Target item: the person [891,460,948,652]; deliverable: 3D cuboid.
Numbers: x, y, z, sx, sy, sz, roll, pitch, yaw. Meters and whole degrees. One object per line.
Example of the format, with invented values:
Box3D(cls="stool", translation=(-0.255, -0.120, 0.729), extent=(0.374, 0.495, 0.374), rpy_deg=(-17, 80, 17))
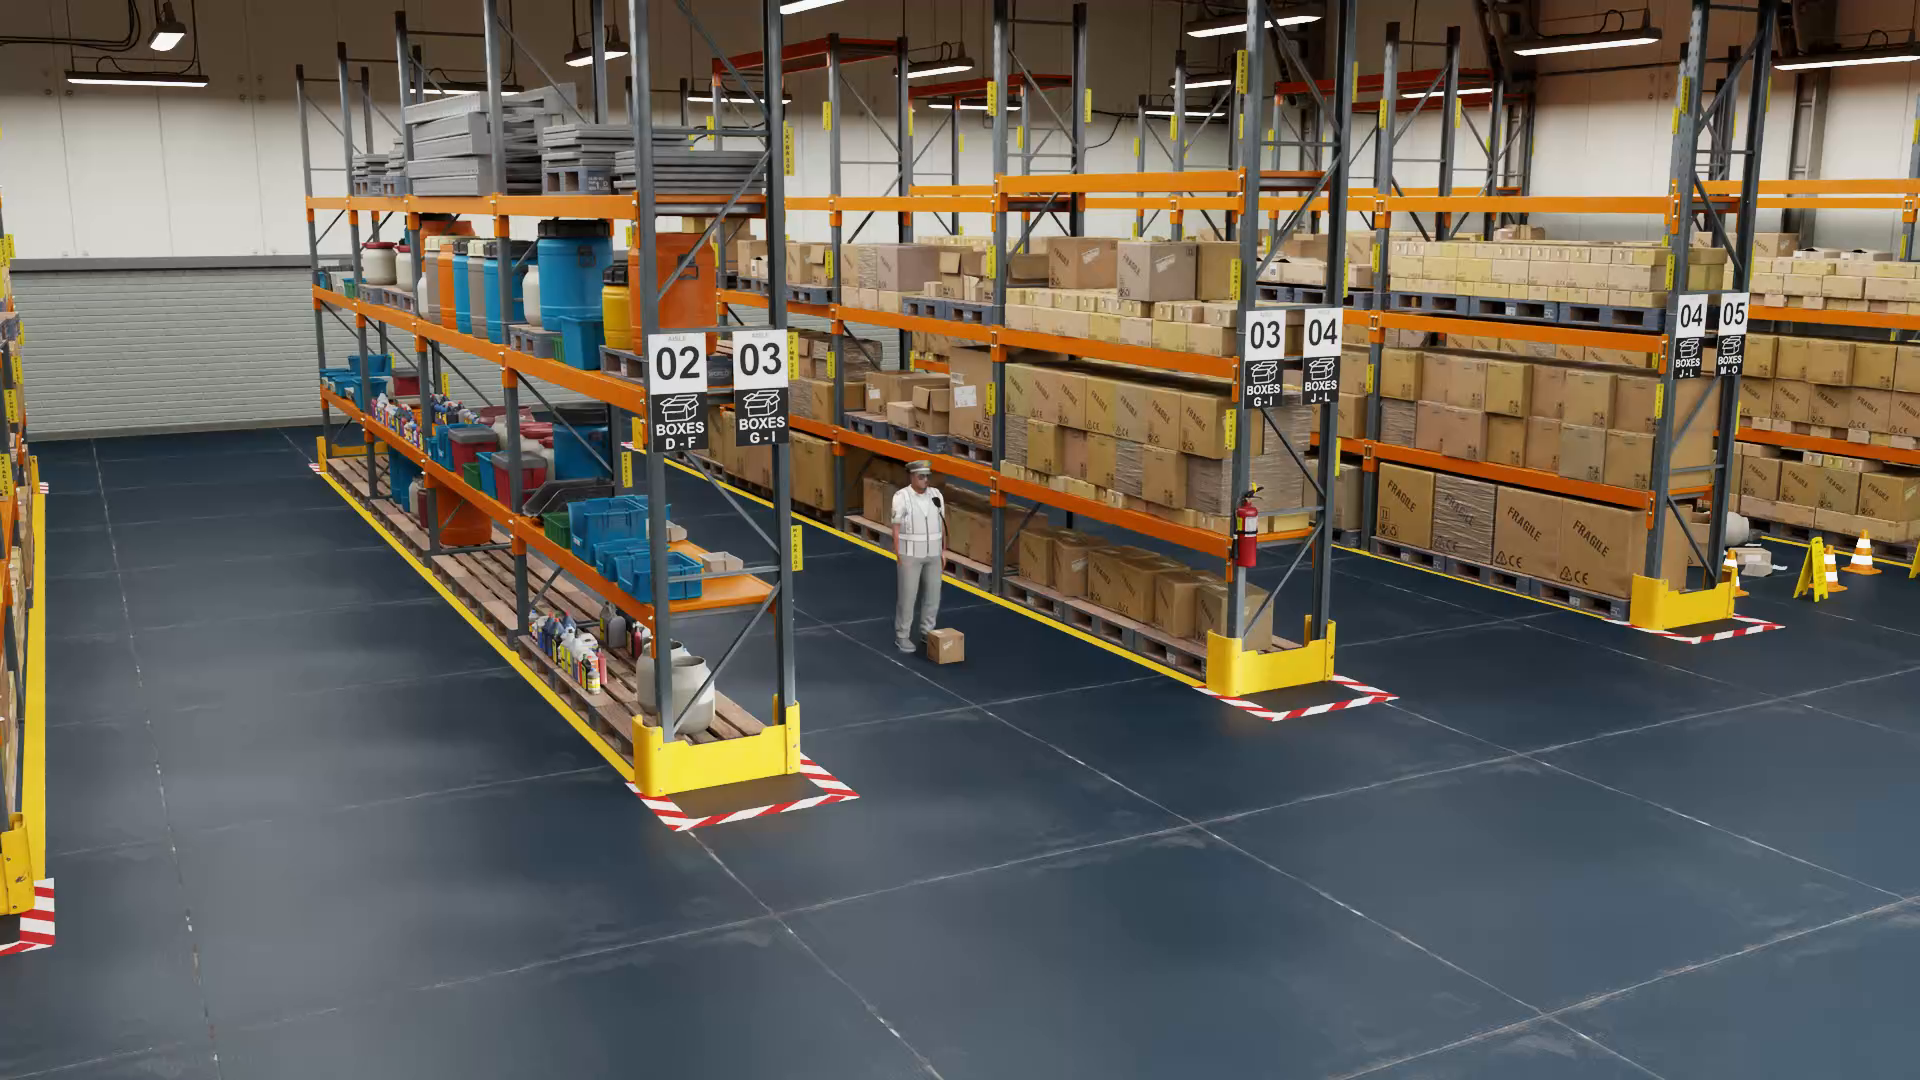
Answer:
Box3D(cls="person", translation=(-0.357, 0.129, 15.291), extent=(0.527, 1.760, 0.393), rpy_deg=(-6, 13, -27))
